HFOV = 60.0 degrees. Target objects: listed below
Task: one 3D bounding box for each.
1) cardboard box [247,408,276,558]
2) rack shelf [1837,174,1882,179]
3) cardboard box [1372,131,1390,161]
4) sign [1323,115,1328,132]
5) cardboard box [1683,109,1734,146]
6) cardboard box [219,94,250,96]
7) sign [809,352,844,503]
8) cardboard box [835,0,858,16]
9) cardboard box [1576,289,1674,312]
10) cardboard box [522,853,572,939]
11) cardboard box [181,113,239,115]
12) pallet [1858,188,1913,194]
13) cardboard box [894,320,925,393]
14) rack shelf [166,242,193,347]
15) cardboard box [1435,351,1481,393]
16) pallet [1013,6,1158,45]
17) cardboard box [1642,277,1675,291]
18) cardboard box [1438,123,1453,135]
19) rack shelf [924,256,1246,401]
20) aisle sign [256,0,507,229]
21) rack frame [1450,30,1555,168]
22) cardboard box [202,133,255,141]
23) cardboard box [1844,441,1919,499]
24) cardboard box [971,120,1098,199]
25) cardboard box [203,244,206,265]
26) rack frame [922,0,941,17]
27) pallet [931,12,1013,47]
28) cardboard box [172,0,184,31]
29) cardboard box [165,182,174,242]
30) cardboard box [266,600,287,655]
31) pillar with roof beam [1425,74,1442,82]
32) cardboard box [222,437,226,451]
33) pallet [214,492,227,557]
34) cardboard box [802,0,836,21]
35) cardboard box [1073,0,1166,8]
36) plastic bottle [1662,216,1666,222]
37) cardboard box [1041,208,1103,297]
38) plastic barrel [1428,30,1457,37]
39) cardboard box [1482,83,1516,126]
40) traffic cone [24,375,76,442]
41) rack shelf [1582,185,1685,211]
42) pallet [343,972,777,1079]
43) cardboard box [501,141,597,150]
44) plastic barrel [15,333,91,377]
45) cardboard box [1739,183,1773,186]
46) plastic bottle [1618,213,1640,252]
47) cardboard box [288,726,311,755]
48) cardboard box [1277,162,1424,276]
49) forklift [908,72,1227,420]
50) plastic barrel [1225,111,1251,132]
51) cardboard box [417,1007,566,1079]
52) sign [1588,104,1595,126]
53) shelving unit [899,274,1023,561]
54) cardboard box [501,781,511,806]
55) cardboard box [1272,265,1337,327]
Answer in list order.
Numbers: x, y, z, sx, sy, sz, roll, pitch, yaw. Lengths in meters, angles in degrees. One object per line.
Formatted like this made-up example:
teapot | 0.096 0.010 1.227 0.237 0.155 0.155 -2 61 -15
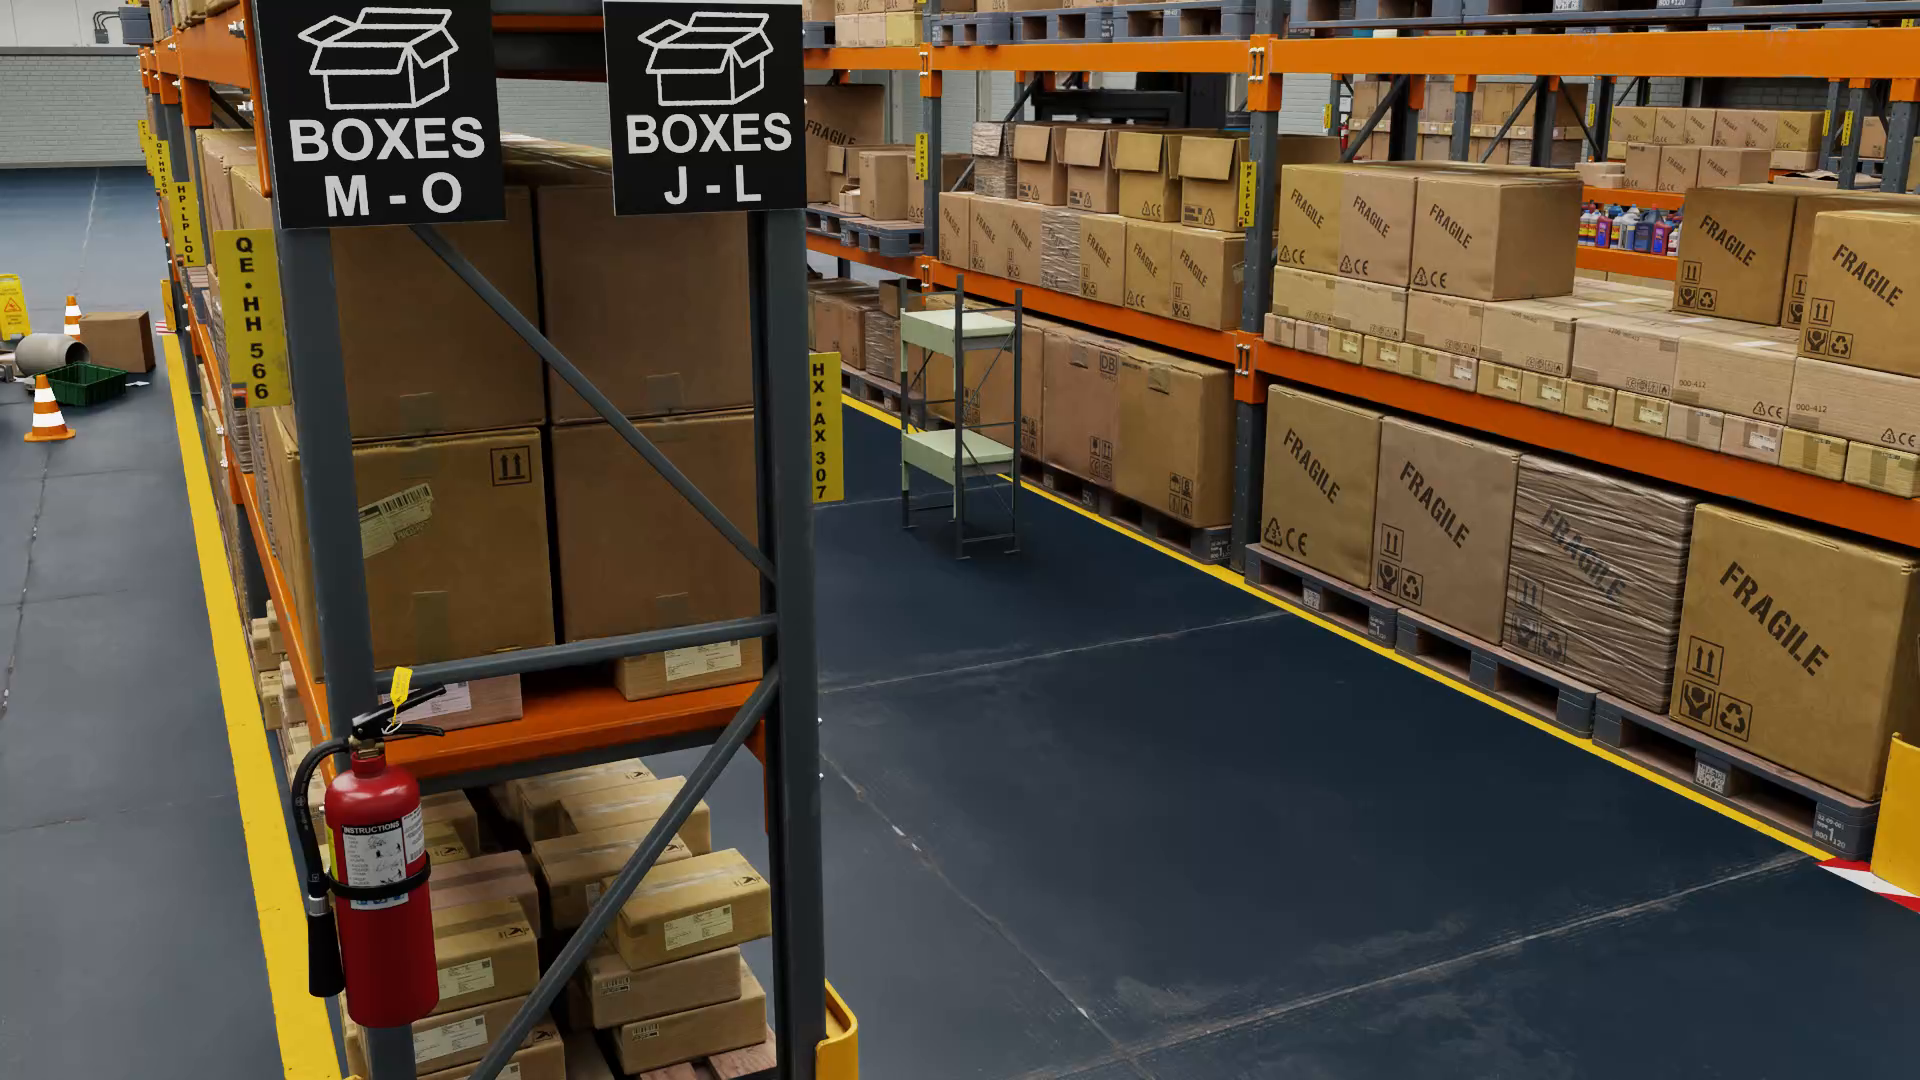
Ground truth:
cardboard box | -1.668 -0.282 4.575 0.500 0.500 0.500 -8 18 -25
rack shelf | 12.692 -4.262 20.467 1.077 0.370 4.000 -8 18 -25
cardboard box | 6.039 -5.297 22.589 0.700 0.500 0.500 -7 17 -23
sign | 7.321 -8.298 33.163 0.001 0.329 0.234 -8 18 -25
cardboard box | 10.667 -5.859 23.606 0.500 0.500 0.500 -7 17 -23
cardboard box | -7.346 -4.094 16.350 0.875 0.550 0.550 -8 18 -25
sign | -0.300 -0.239 3.578 0.100 0.325 0.005 -8 18 -25
cardboard box | -0.661 -4.384 13.065 0.500 0.500 0.500 -7 18 -24
cardboard box | 3.063 -0.936 7.309 0.500 0.250 0.500 -8 18 -26
cardboard box | -1.043 0.982 4.758 0.380 0.149 0.250 -7 18 -24
cardboard box | -5.822 -3.139 13.259 0.700 0.500 0.500 -8 18 -26
pallet | 9.477 -3.260 16.021 1.213 0.211 1.003 -8 18 -25
cardboard box | -0.101 -1.489 13.237 0.700 0.500 0.500 -9 18 -28
rack shelf | -5.169 -1.892 12.208 1.077 0.370 4.000 -8 18 -25
cardboard box | 2.361 -0.768 7.445 0.380 0.149 0.250 -7 18 -24
pallet | 1.032 -3.237 10.495 1.003 0.211 1.213 -7 17 -22
cardboard box | 7.993 -2.873 18.547 0.500 0.250 0.500 -7 18 -24
cardboard box | 6.379 -5.286 21.374 0.380 0.149 0.250 -7 17 -23
rack shelf | 1.086 -1.474 10.753 1.077 0.370 4.000 -8 18 -25
aisle sign | -1.026 -0.953 2.920 0.394 0.787 0.004 -8 18 -25
rack frame | 4.662 -2.914 14.468 1.000 3.000 0.127 -8 18 -25
cardboard box | -2.321 -1.153 5.798 0.500 0.500 0.500 -8 18 -27
cardboard box | 3.263 -0.260 5.673 0.380 0.149 0.250 -7 18 -24
cardboard box | 0.516 -2.663 11.591 0.797 0.503 0.637 -7 17 -23
cardboard box | -4.278 -1.687 9.886 0.380 0.149 0.250 -8 18 -26
rack frame | 0.210 -5.199 11.555 1.000 3.000 0.127 -8 18 -25
pallet | 0.540 -3.513 11.460 1.213 0.211 1.003 -7 17 -22
cardboard box | -2.575 -1.973 6.020 0.500 0.250 0.500 -7 17 -22
cardboard box | -5.835 -2.493 12.820 0.500 0.500 0.500 -7 18 -24
cardboard box | -2.508 0.319 6.530 0.380 0.149 0.250 -7 17 -22
pillar with roof beam | 4.649 -9.877 27.856 9.100 9.000 0.400 -8 18 -25
cardboard box | -3.307 -0.394 8.095 0.500 0.250 0.500 -7 17 -22
pallet | -3.952 -0.207 10.090 1.003 0.211 1.213 -8 18 -25
cardboard box | -1.012 -4.639 14.091 0.797 0.503 0.637 -7 17 -23
cardboard box | 1.124 -3.505 10.140 0.797 0.503 0.637 -8 18 -26
plastic bottle | 5.657 -2.513 13.430 0.097 0.201 0.097 0 16 0
cardboard box | 0.851 -1.832 10.515 0.500 0.500 0.500 -8 18 -25
plastic barrel | 4.498 -4.827 14.786 0.600 0.901 0.600 0 16 0
cardboard box | 6.942 -5.410 20.631 0.700 0.500 0.500 -8 18 -25
traffic cone | -6.815 -0.999 12.392 0.336 0.463 0.334 -8 18 -25
rack shelf | 8.241 -3.662 18.378 1.077 0.370 4.000 -8 18 -25
pallet | -1.146 1.358 4.636 1.003 0.211 1.213 -8 18 -25
cardboard box | -1.407 -0.955 5.106 0.500 0.500 0.500 -8 18 -27
plastic barrel | -7.921 -1.591 14.527 0.512 0.421 0.421 4 16 13
cardboard box | 8.507 -3.701 17.663 0.380 0.149 0.250 -6 17 -21
plastic bottle | 5.169 -2.364 12.777 0.152 0.276 0.135 -8 18 -25
cardboard box | -2.070 0.721 5.668 0.380 0.149 0.250 -8 18 -25
cardboard box | 1.942 -1.606 8.281 0.500 0.500 0.500 -8 18 -25
forklift | 1.118 -2.278 12.375 3.031 2.935 1.130 -5 17 -17
plastic barrel | 2.807 -4.015 17.394 0.600 0.901 0.708 -8 18 -25
cardboard box | -1.206 1.305 4.171 0.380 0.149 0.250 -7 18 -24
sign | 9.576 -6.446 25.204 0.100 0.325 0.005 -8 18 -25
shelving unit | -0.003 -0.723 9.550 0.431 1.500 0.755 -8 18 -25
cardboard box | -1.232 0.701 5.200 0.380 0.149 0.250 -7 17 -23
cardboard box | 1.933 -1.247 8.389 0.500 0.250 0.500 -8 18 -26
